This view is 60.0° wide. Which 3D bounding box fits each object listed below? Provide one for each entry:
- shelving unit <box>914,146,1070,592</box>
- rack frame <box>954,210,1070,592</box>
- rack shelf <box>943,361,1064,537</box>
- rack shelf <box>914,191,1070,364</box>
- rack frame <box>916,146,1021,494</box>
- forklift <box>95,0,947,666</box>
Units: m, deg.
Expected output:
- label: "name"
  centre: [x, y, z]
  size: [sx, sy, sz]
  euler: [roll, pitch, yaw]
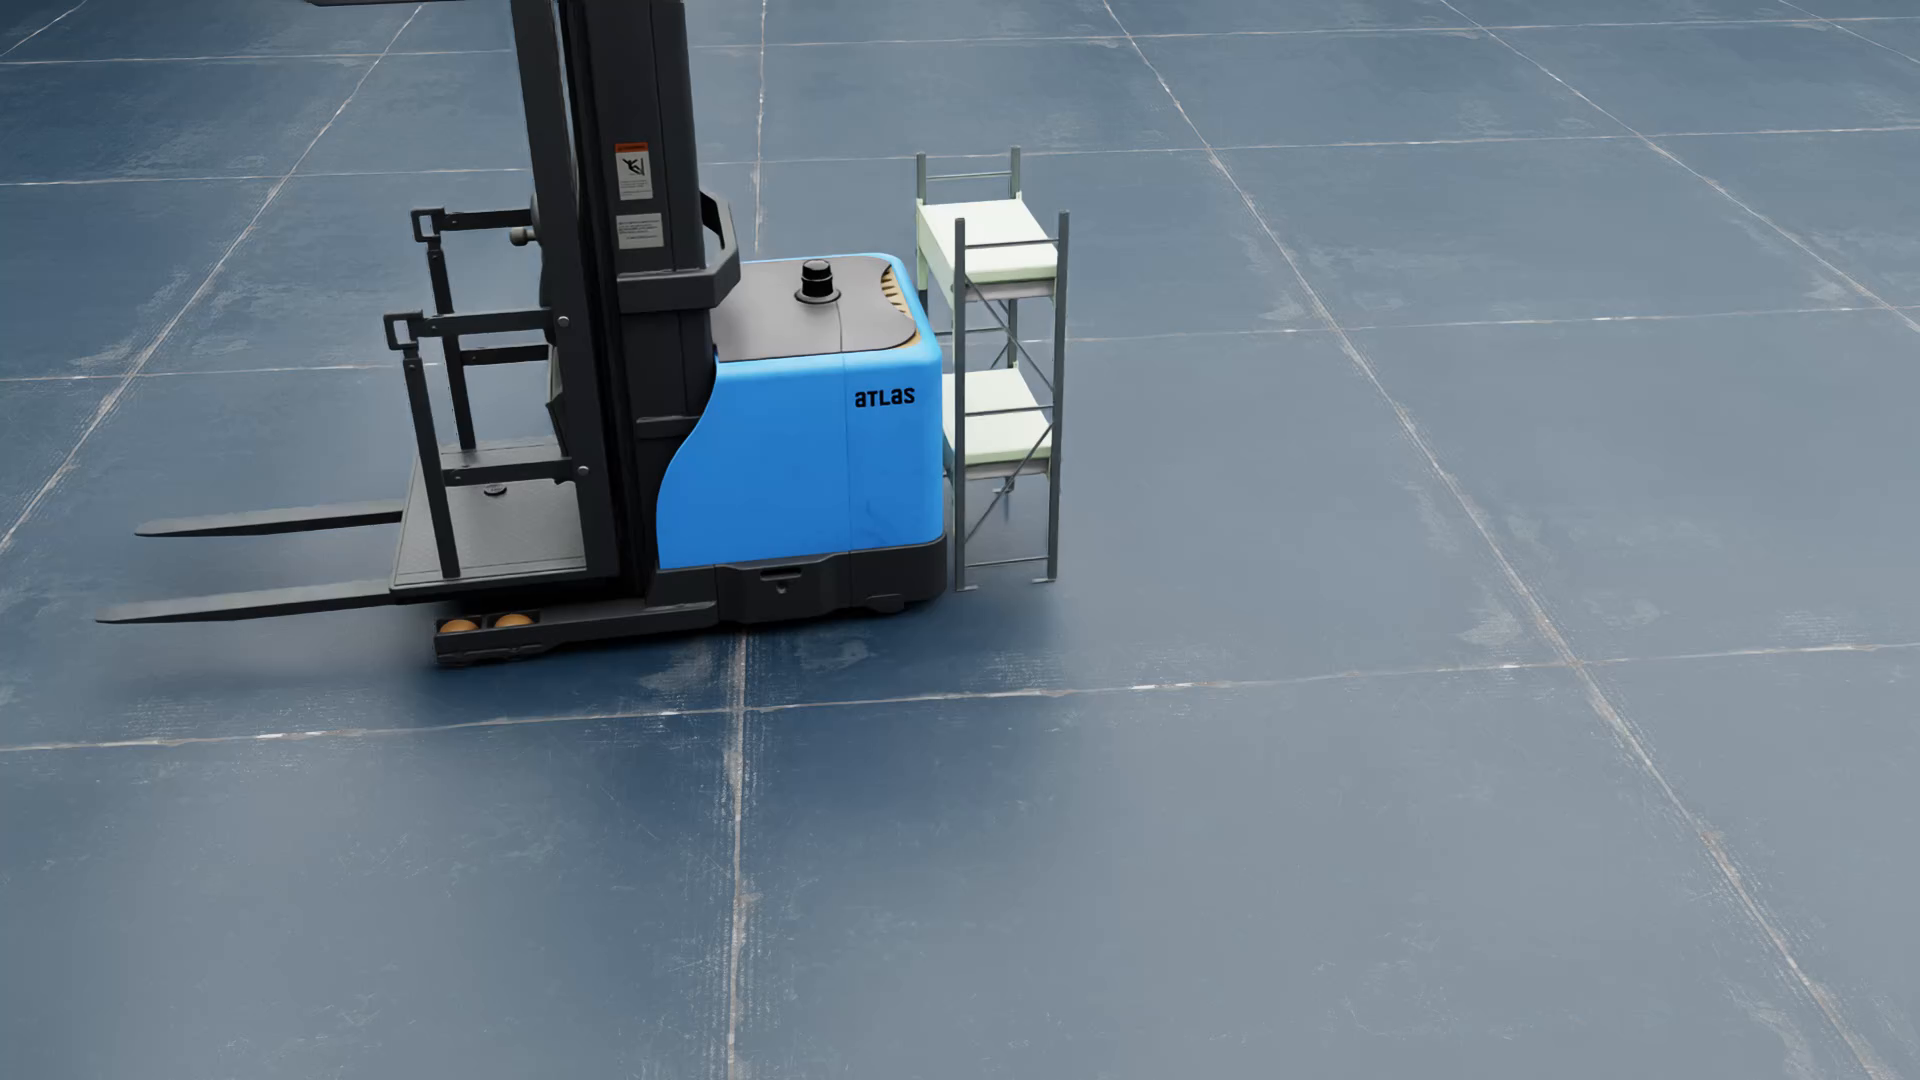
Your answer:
- label: "shelving unit"
  centre: [0.106, -0.652, 6.379]
  size: [0.431, 1.500, 0.755]
  euler: [-6, 31, -10]
- label: "rack frame"
  centre: [0.179, -0.468, 6.071]
  size: [0.400, 1.500, 0.023]
  euler: [-6, 31, -10]
- label: "rack shelf"
  centre: [0.106, -0.372, 6.546]
  size: [0.431, 0.370, 0.720]
  euler: [-6, 31, -10]
- label: "rack shelf"
  centre: [0.106, -0.987, 6.179]
  size: [0.431, 0.370, 0.720]
  euler: [-6, 31, -10]
- label: "rack frame"
  centre: [0.033, -0.836, 6.687]
  size: [0.400, 1.500, 0.023]
  euler: [-6, 31, -10]
- label: "forklift"
  centre: [-1.617, -1.098, 5.730]
  size: [3.031, 2.935, 1.130]
  euler: [-6, 31, -9]
